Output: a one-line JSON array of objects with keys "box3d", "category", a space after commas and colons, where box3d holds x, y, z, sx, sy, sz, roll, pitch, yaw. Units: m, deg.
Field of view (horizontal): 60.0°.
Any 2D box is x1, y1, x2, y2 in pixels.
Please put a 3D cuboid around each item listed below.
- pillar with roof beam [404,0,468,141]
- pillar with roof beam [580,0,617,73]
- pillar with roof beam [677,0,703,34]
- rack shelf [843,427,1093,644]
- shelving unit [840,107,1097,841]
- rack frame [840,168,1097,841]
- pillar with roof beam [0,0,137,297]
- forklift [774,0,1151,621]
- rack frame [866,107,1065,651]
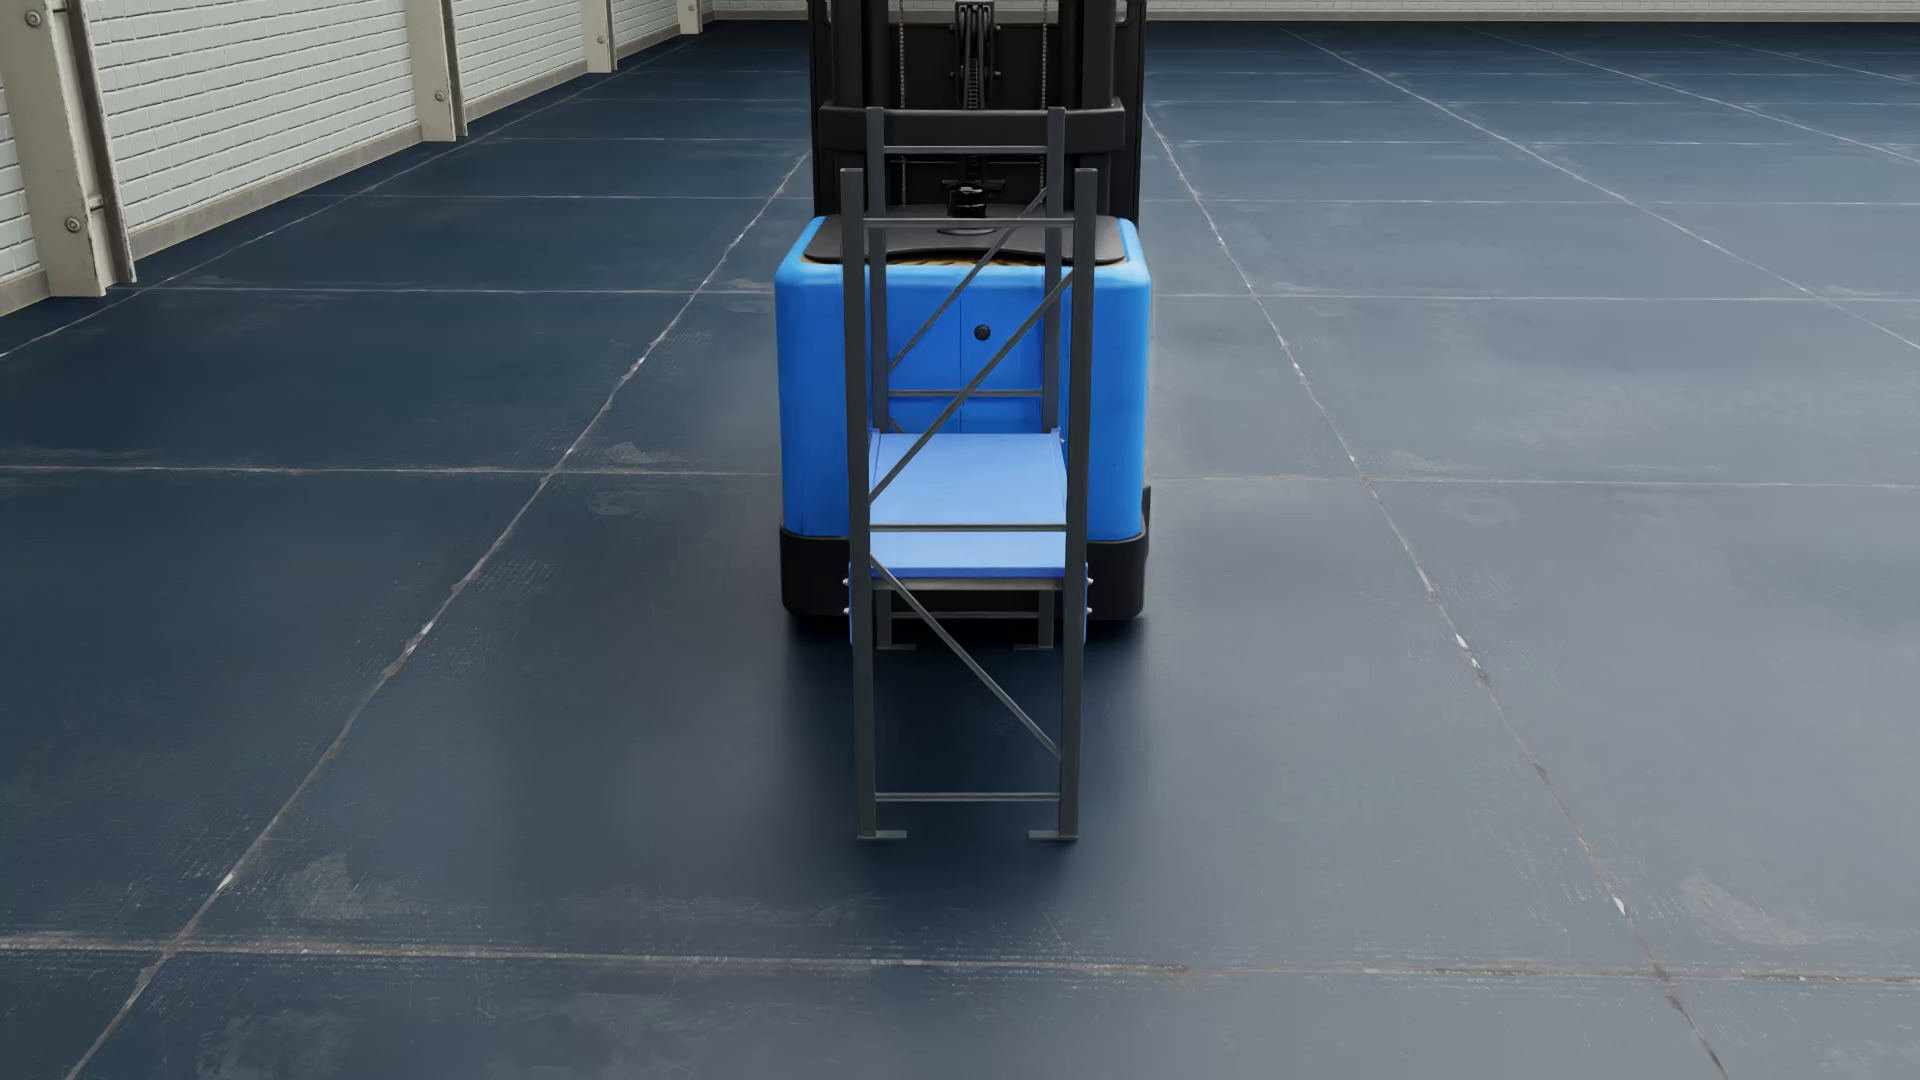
[{"box3d": [-0.249, -7.691, 12.910, 9.100, 9.000, 0.400, 1, 21, 2], "category": "pillar with roof beam"}, {"box3d": [-0.067, -9.860, 18.501, 9.100, 9.000, 0.400, 1, 21, 2], "category": "pillar with roof beam"}, {"box3d": [0.116, -12.030, 24.092, 9.100, 9.000, 0.400, 1, 21, 2], "category": "pillar with roof beam"}, {"box3d": [0.016, -0.039, 4.053, 0.538, 0.185, 1.000, 0, 21, 0], "category": "rack shelf"}, {"box3d": [0.016, -0.207, 3.988, 0.538, 1.500, 1.048, 0, 21, 0], "category": "shelving unit"}, {"box3d": [0.017, -0.023, 3.514, 0.500, 1.500, 0.032, 0, 21, 0], "category": "rack frame"}, {"box3d": [-0.432, -5.521, 7.319, 9.100, 9.000, 0.400, 1, 21, 2], "category": "pillar with roof beam"}, {"box3d": [0.065, -1.622, 5.658, 1.130, 2.935, 3.031, 1, 21, 2], "category": "forklift"}, {"box3d": [0.014, -0.391, 4.462, 0.500, 1.500, 0.032, 0, 21, 0], "category": "rack frame"}]
